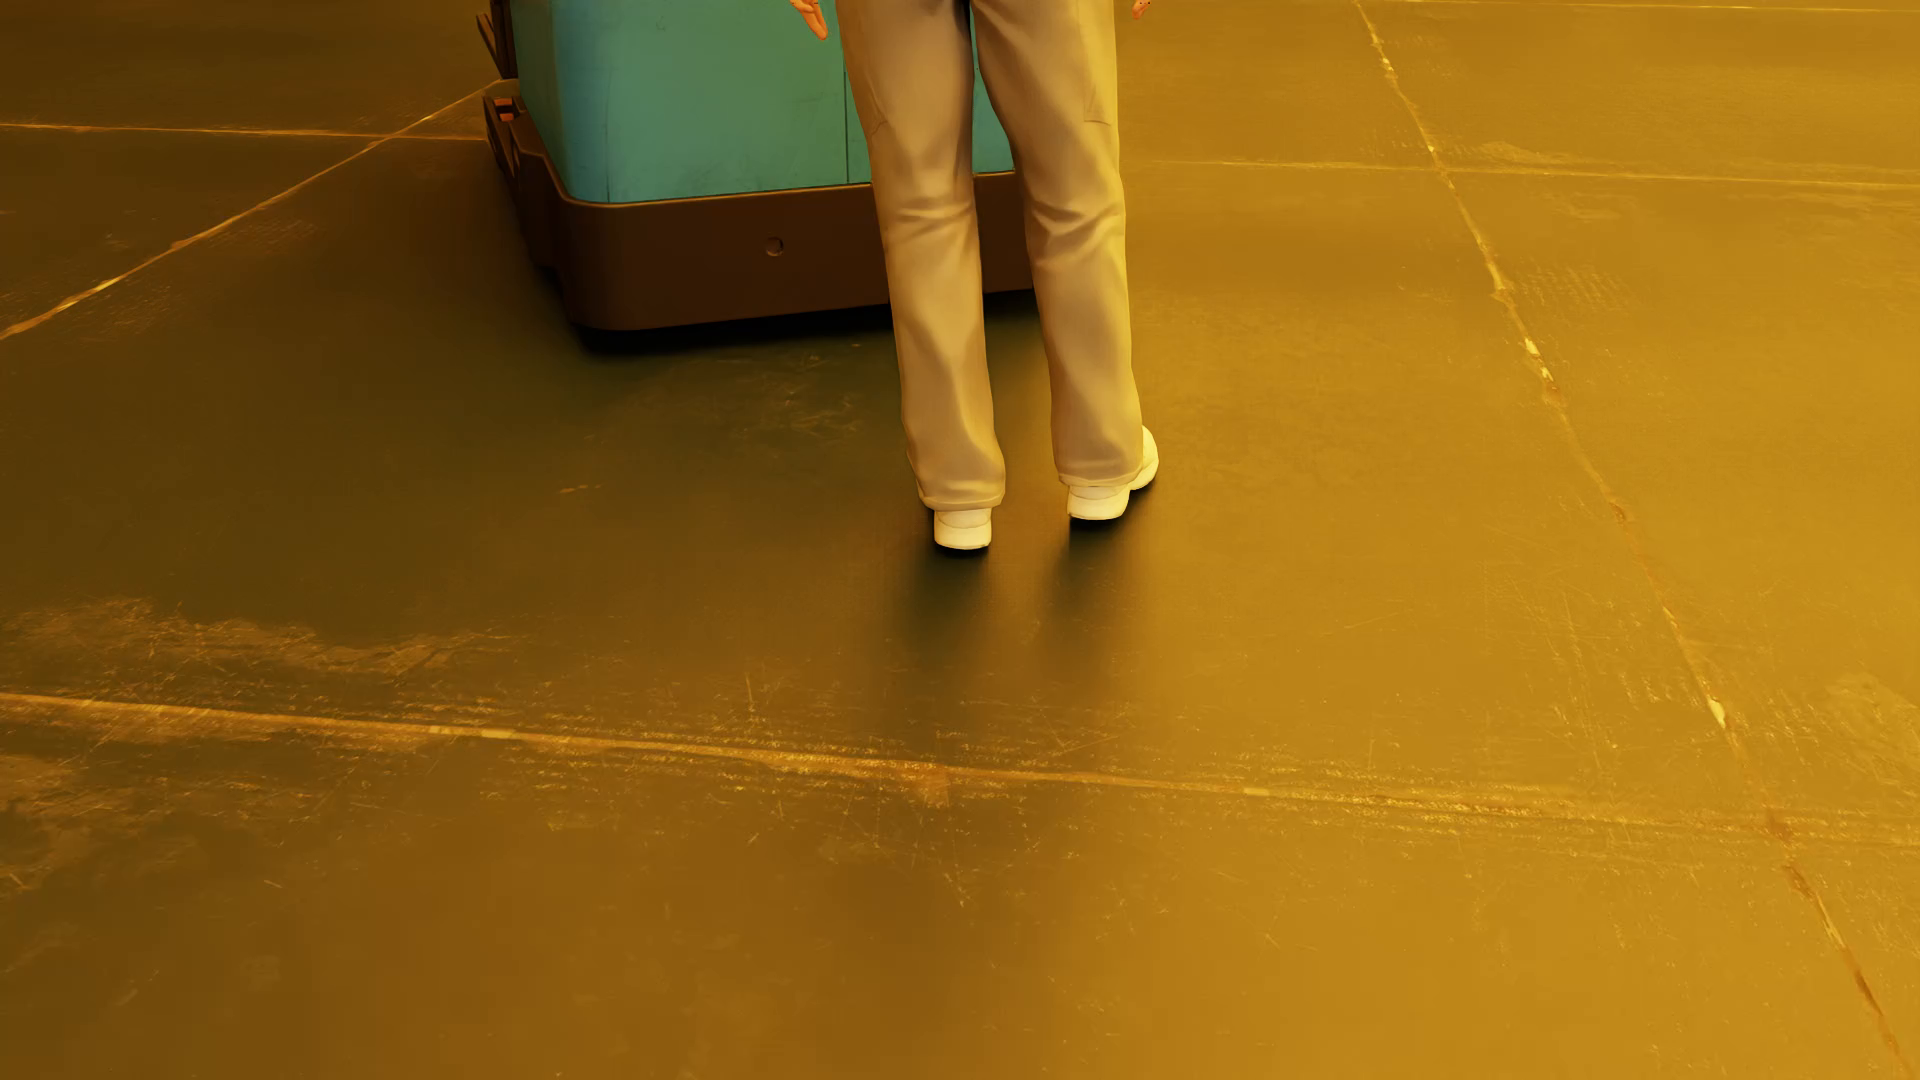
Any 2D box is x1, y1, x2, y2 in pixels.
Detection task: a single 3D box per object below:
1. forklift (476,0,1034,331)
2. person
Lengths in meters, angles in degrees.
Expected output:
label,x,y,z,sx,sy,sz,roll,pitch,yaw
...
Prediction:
label,x,y,z,sx,sy,sz,roll,pitch,yaw
forklift,-0.689,-2.342,3.910,1.130,2.935,3.031,-9,28,-17
person,0.023,-0.788,2.186,0.550,1.675,0.549,3,27,7
